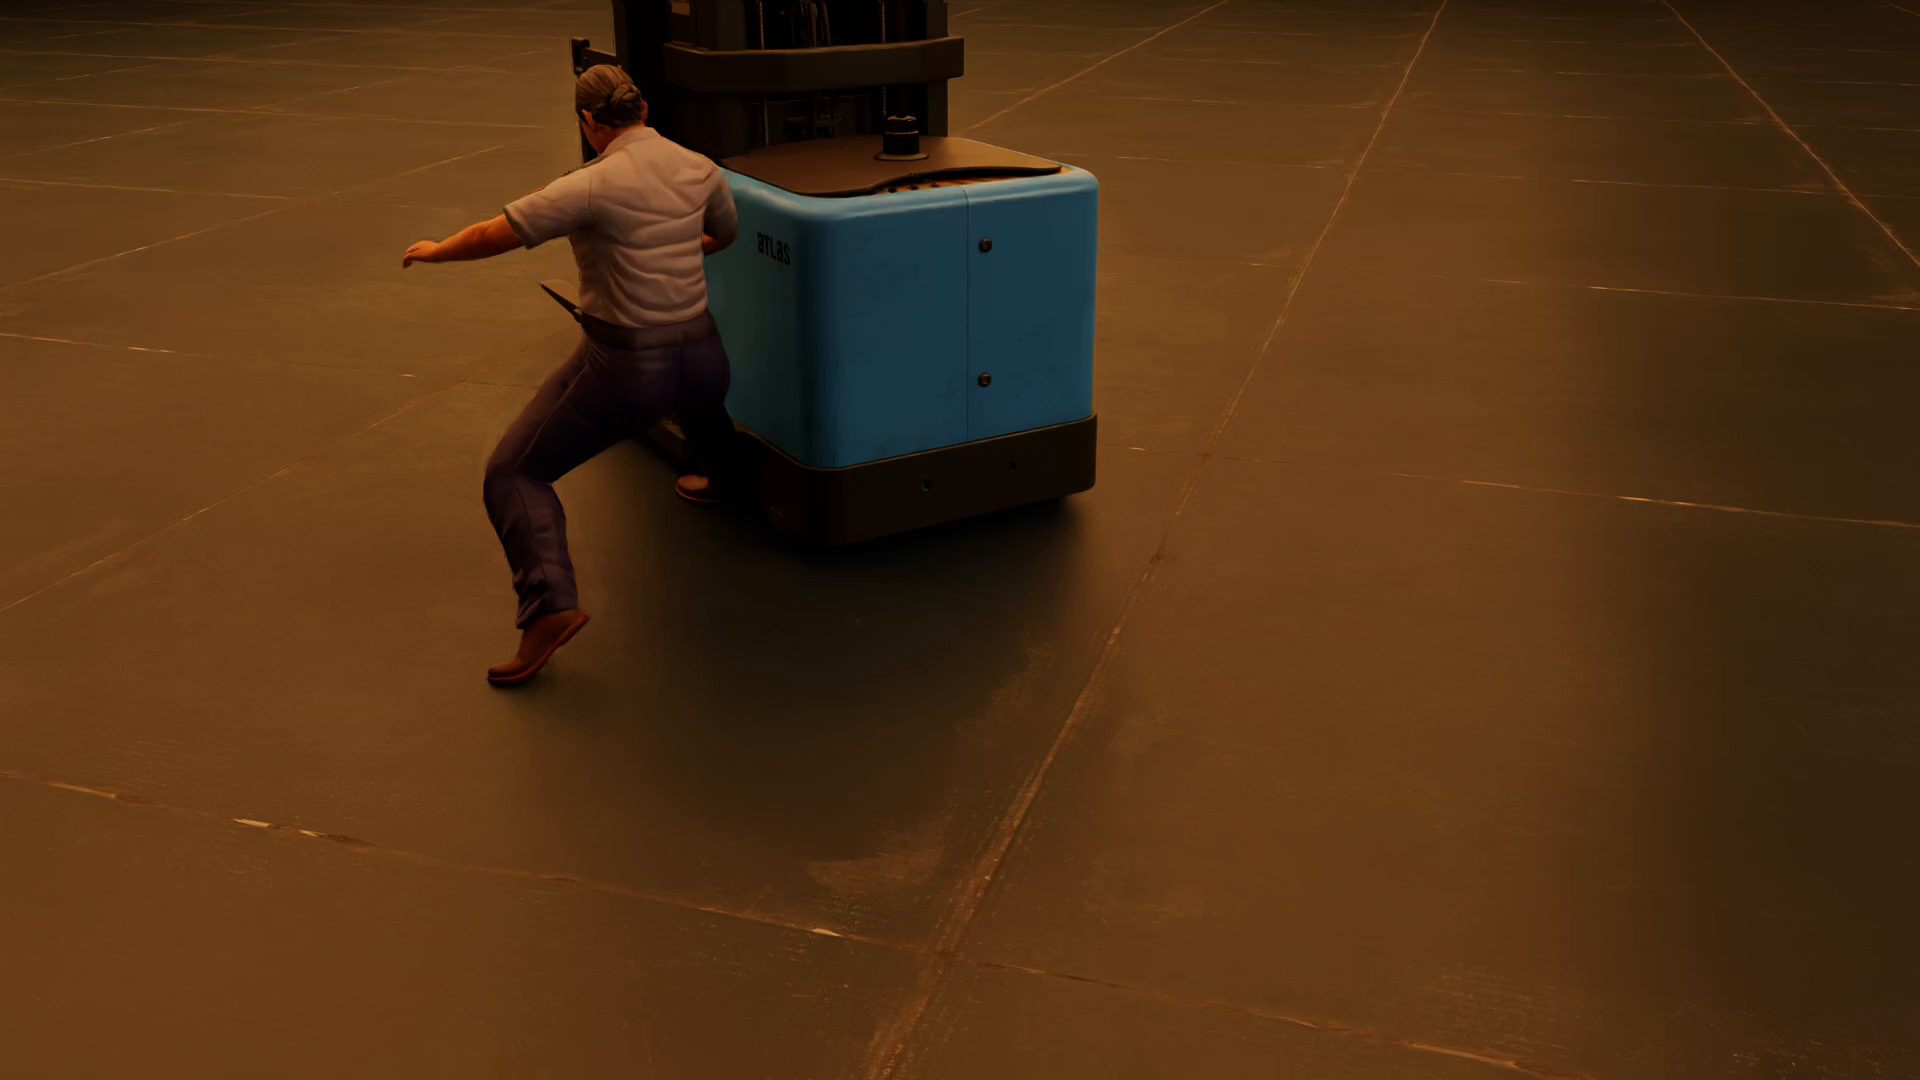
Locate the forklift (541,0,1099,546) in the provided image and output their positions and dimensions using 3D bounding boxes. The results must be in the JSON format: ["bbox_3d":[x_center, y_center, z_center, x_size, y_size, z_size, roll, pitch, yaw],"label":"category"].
[{"bbox_3d":[-0.758,-1.851,5.763,1.130,2.935,3.031,-13,26,-29],"label":"forklift"}]

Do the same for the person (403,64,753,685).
[{"bbox_3d":[-0.975,-0.545,4.551,0.801,1.469,1.245,20,30,39],"label":"person"}]
